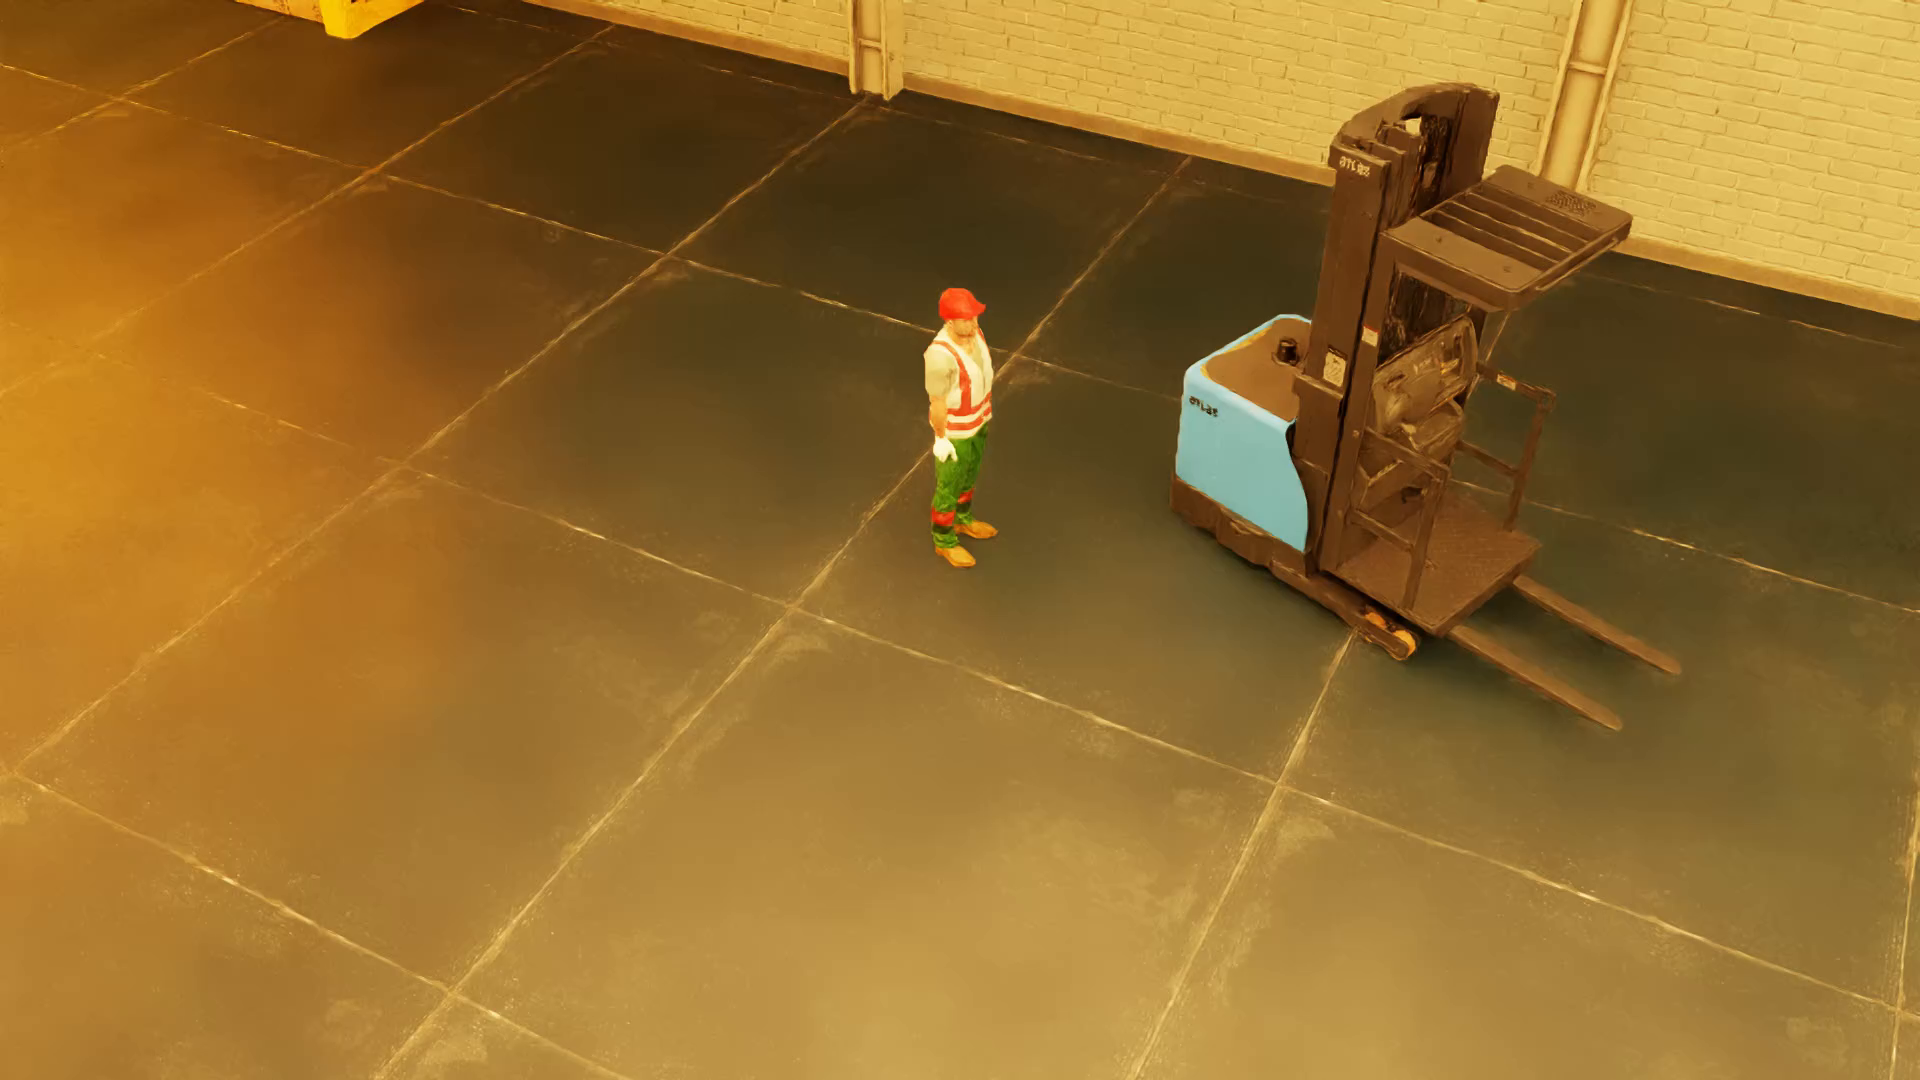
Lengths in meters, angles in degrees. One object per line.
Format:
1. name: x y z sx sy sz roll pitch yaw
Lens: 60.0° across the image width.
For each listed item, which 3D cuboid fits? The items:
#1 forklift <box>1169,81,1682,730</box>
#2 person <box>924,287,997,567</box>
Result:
1. forklift: 2.678 -0.818 8.958 1.130 2.935 3.031 -31 49 -31
2. person: 0.019 -0.680 9.678 0.349 1.795 0.540 18 43 21
